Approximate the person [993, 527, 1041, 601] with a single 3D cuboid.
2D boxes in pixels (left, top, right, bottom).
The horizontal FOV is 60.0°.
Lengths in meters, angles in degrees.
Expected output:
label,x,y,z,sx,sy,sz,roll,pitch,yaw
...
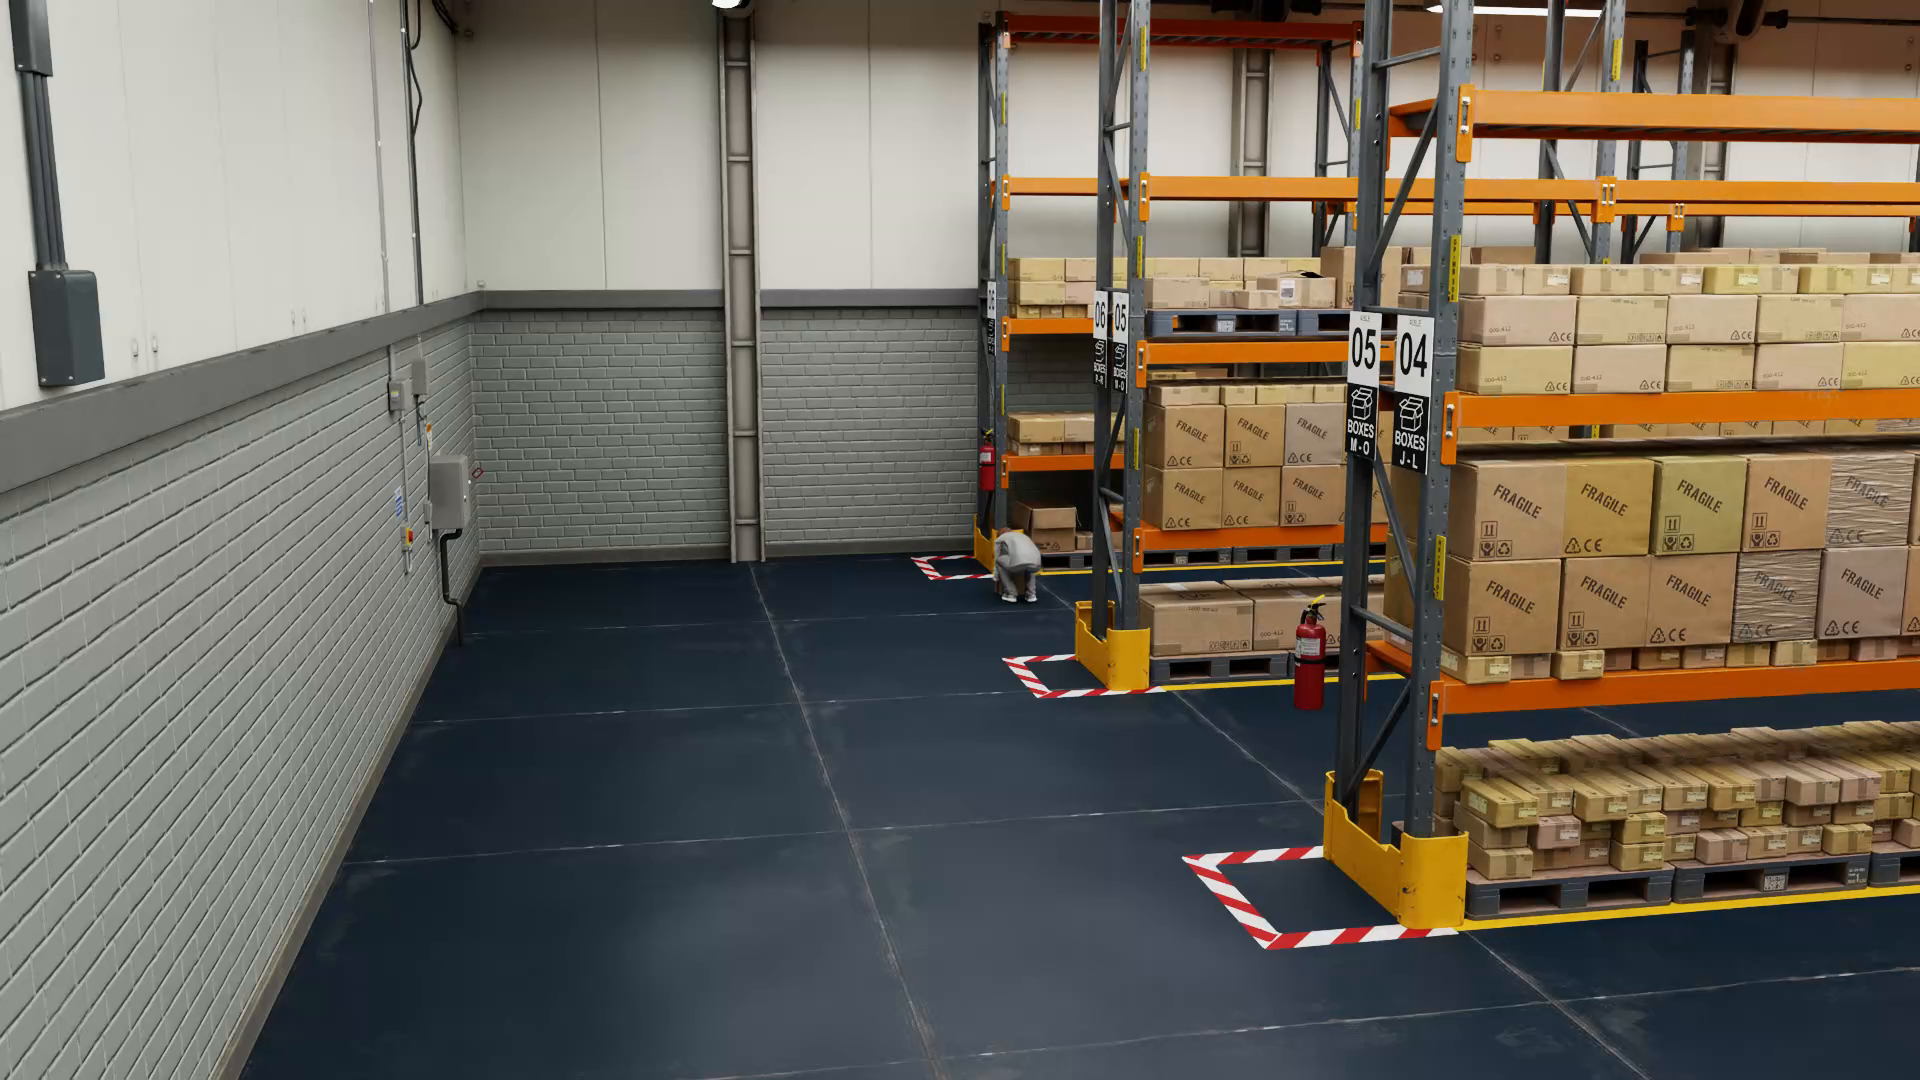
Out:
label,x,y,z,sx,sy,sz,roll,pitch,yaw
person,0.577,0.275,17.071,0.423,0.718,0.852,-2,10,-12
